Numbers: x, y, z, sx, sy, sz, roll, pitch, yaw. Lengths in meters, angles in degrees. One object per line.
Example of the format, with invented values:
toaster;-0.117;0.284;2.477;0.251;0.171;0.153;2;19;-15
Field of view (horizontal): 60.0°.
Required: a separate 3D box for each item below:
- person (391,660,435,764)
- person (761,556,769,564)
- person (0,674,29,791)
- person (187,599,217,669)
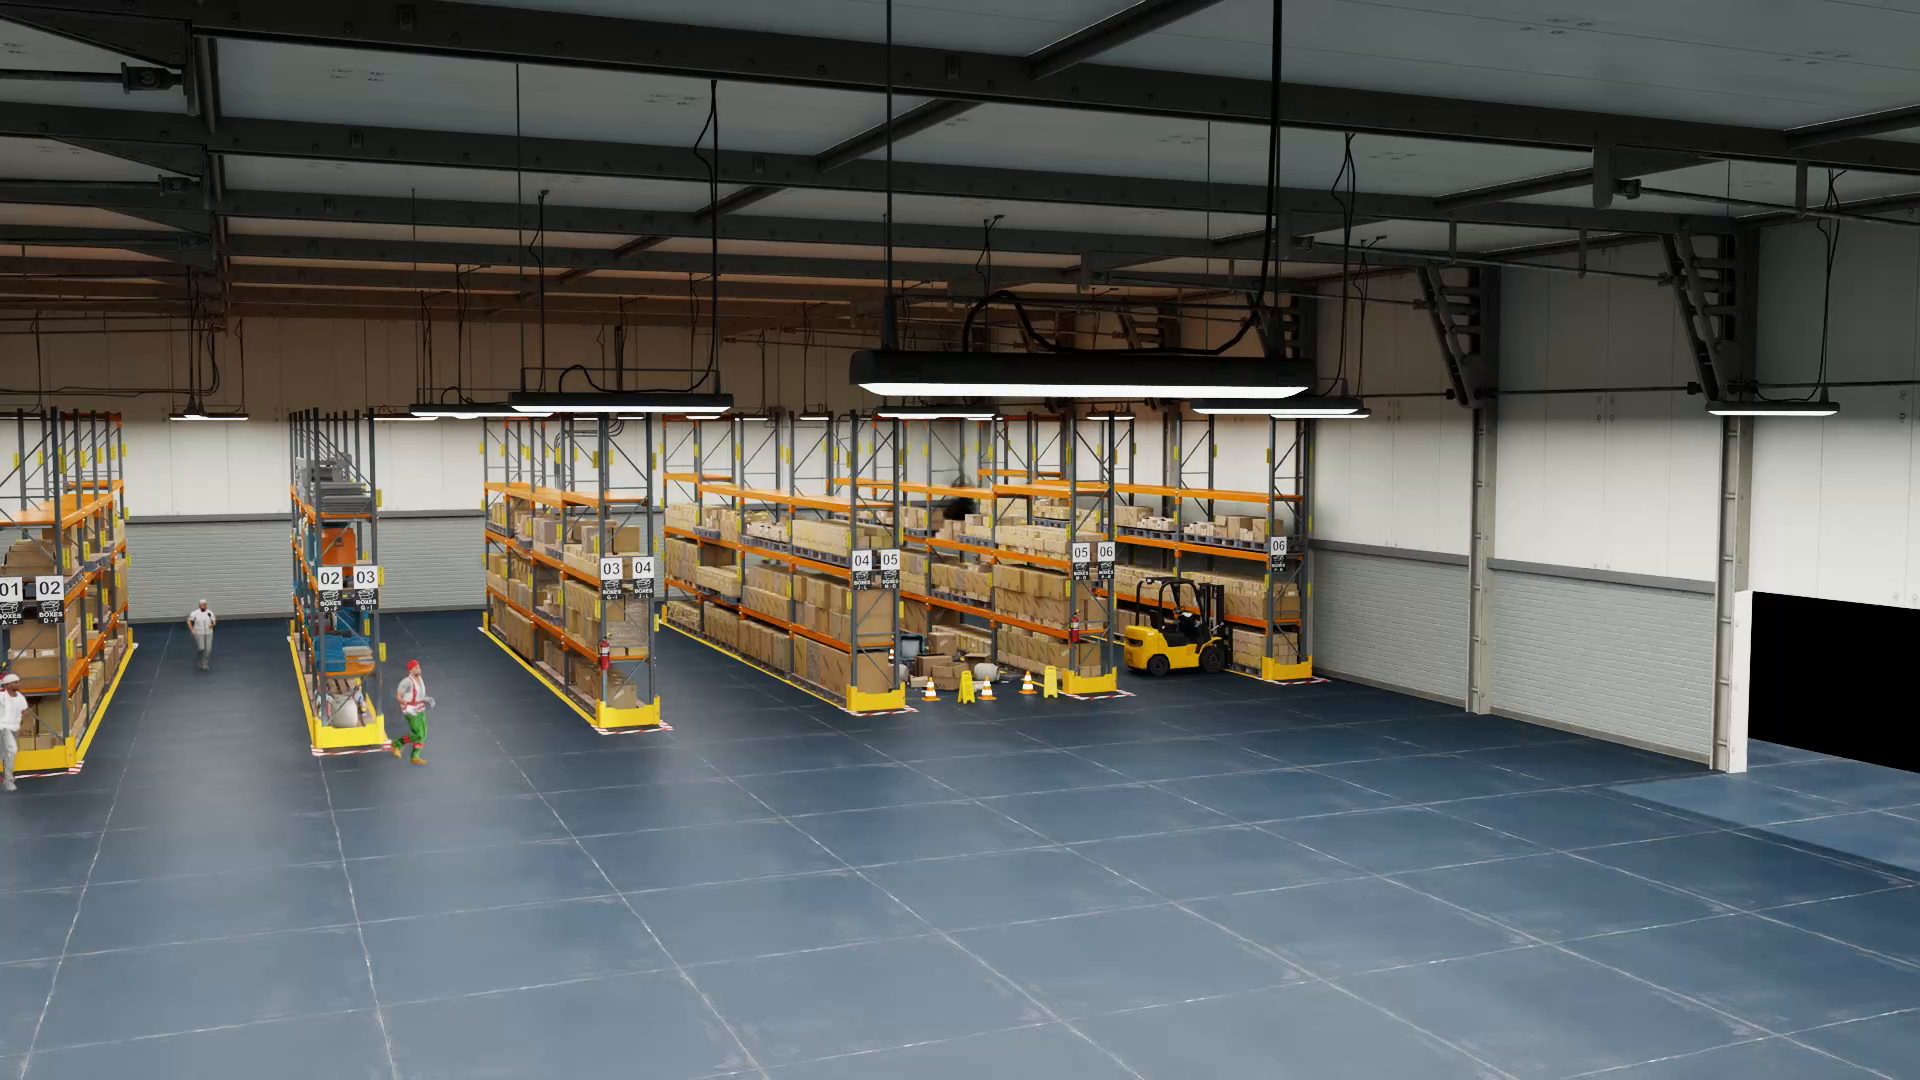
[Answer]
person;-9.224;2.892;28.040;0.647;1.755;0.650;1;4;14
person;-5.891;1.329;50.452;0.776;1.735;0.711;-2;4;-26
person;-15.079;3.025;26.276;0.764;1.805;0.700;1;4;7
person;-17.572;2.195;38.634;0.590;1.625;0.590;-3;5;-40
